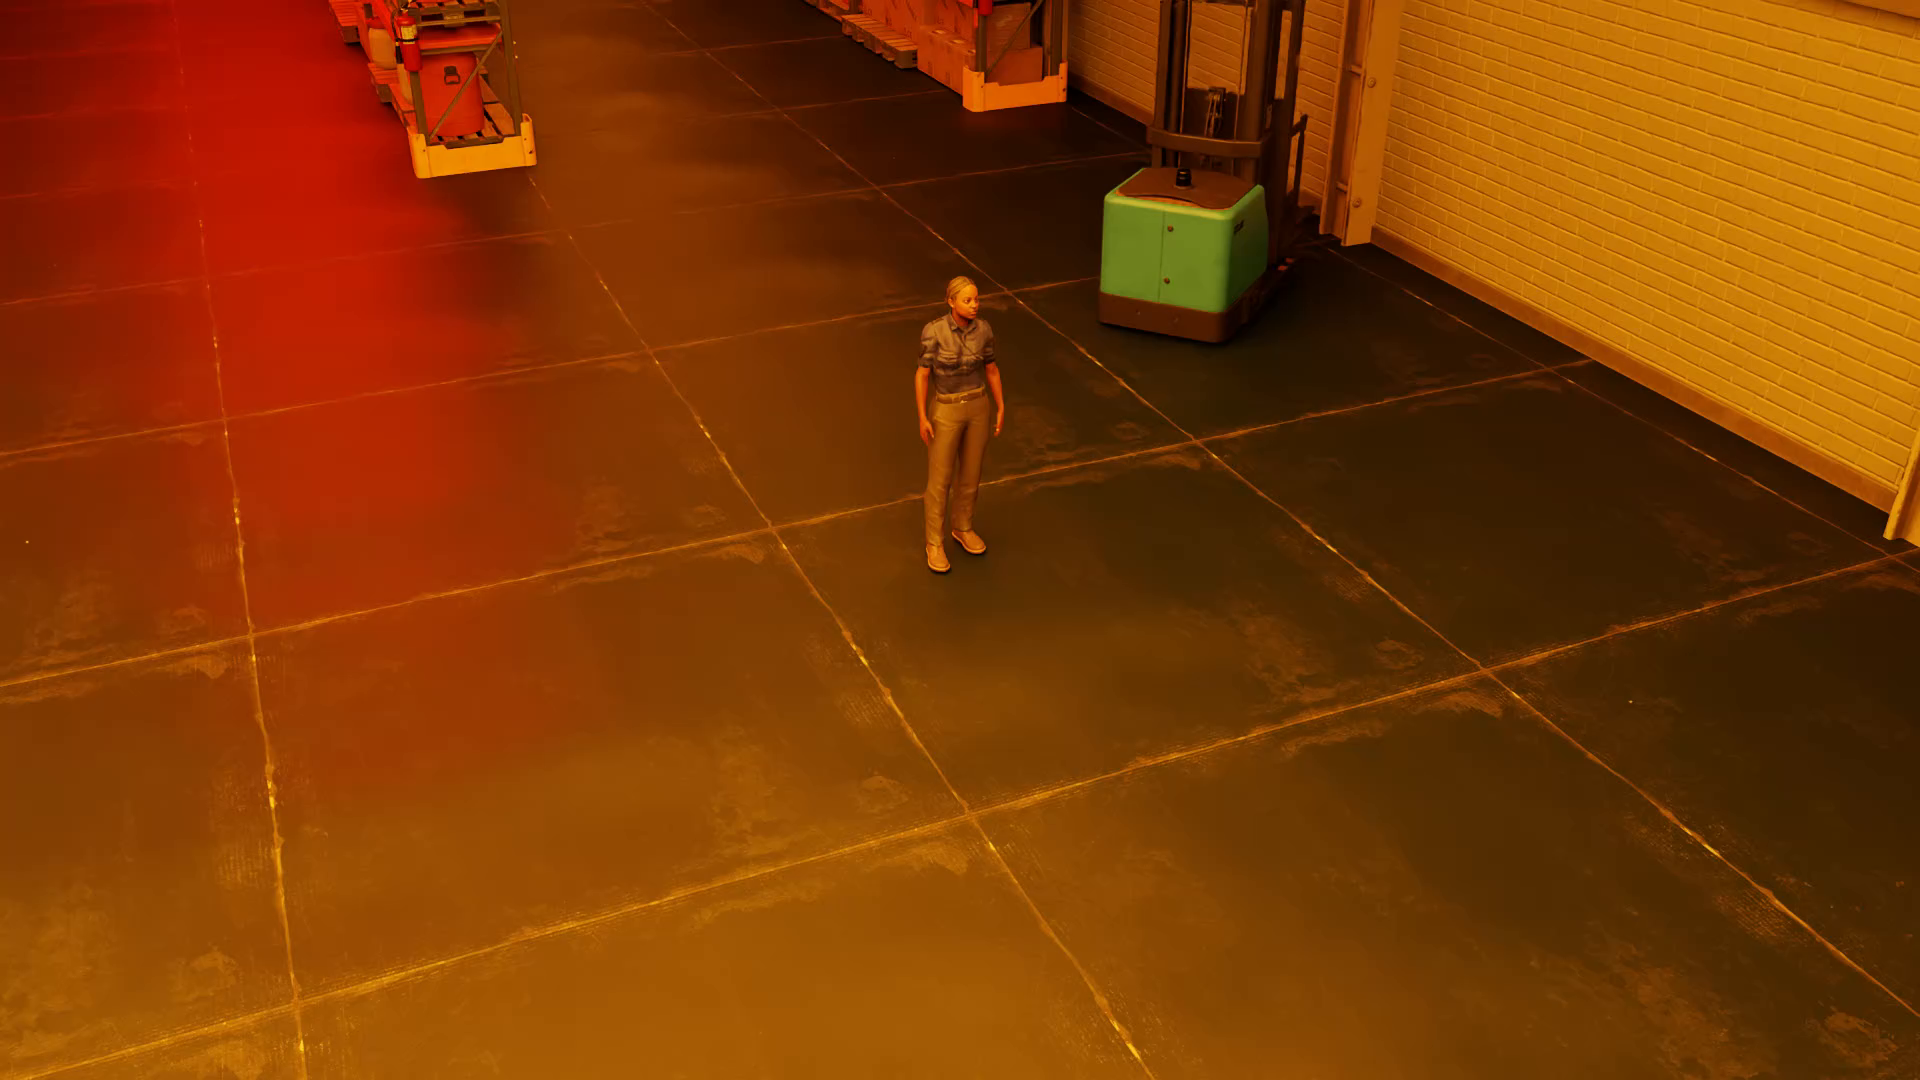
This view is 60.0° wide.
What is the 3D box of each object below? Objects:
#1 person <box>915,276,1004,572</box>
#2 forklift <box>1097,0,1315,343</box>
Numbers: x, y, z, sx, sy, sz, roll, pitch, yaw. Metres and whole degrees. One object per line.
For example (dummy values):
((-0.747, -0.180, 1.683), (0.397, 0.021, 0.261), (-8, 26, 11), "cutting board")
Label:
((0.017, -0.681, 9.581), (0.569, 1.656, 0.503), (-12, 32, -20), "person")
((2.180, -3.464, 13.177), (1.130, 2.935, 3.031), (14, 33, 23), "forklift")
